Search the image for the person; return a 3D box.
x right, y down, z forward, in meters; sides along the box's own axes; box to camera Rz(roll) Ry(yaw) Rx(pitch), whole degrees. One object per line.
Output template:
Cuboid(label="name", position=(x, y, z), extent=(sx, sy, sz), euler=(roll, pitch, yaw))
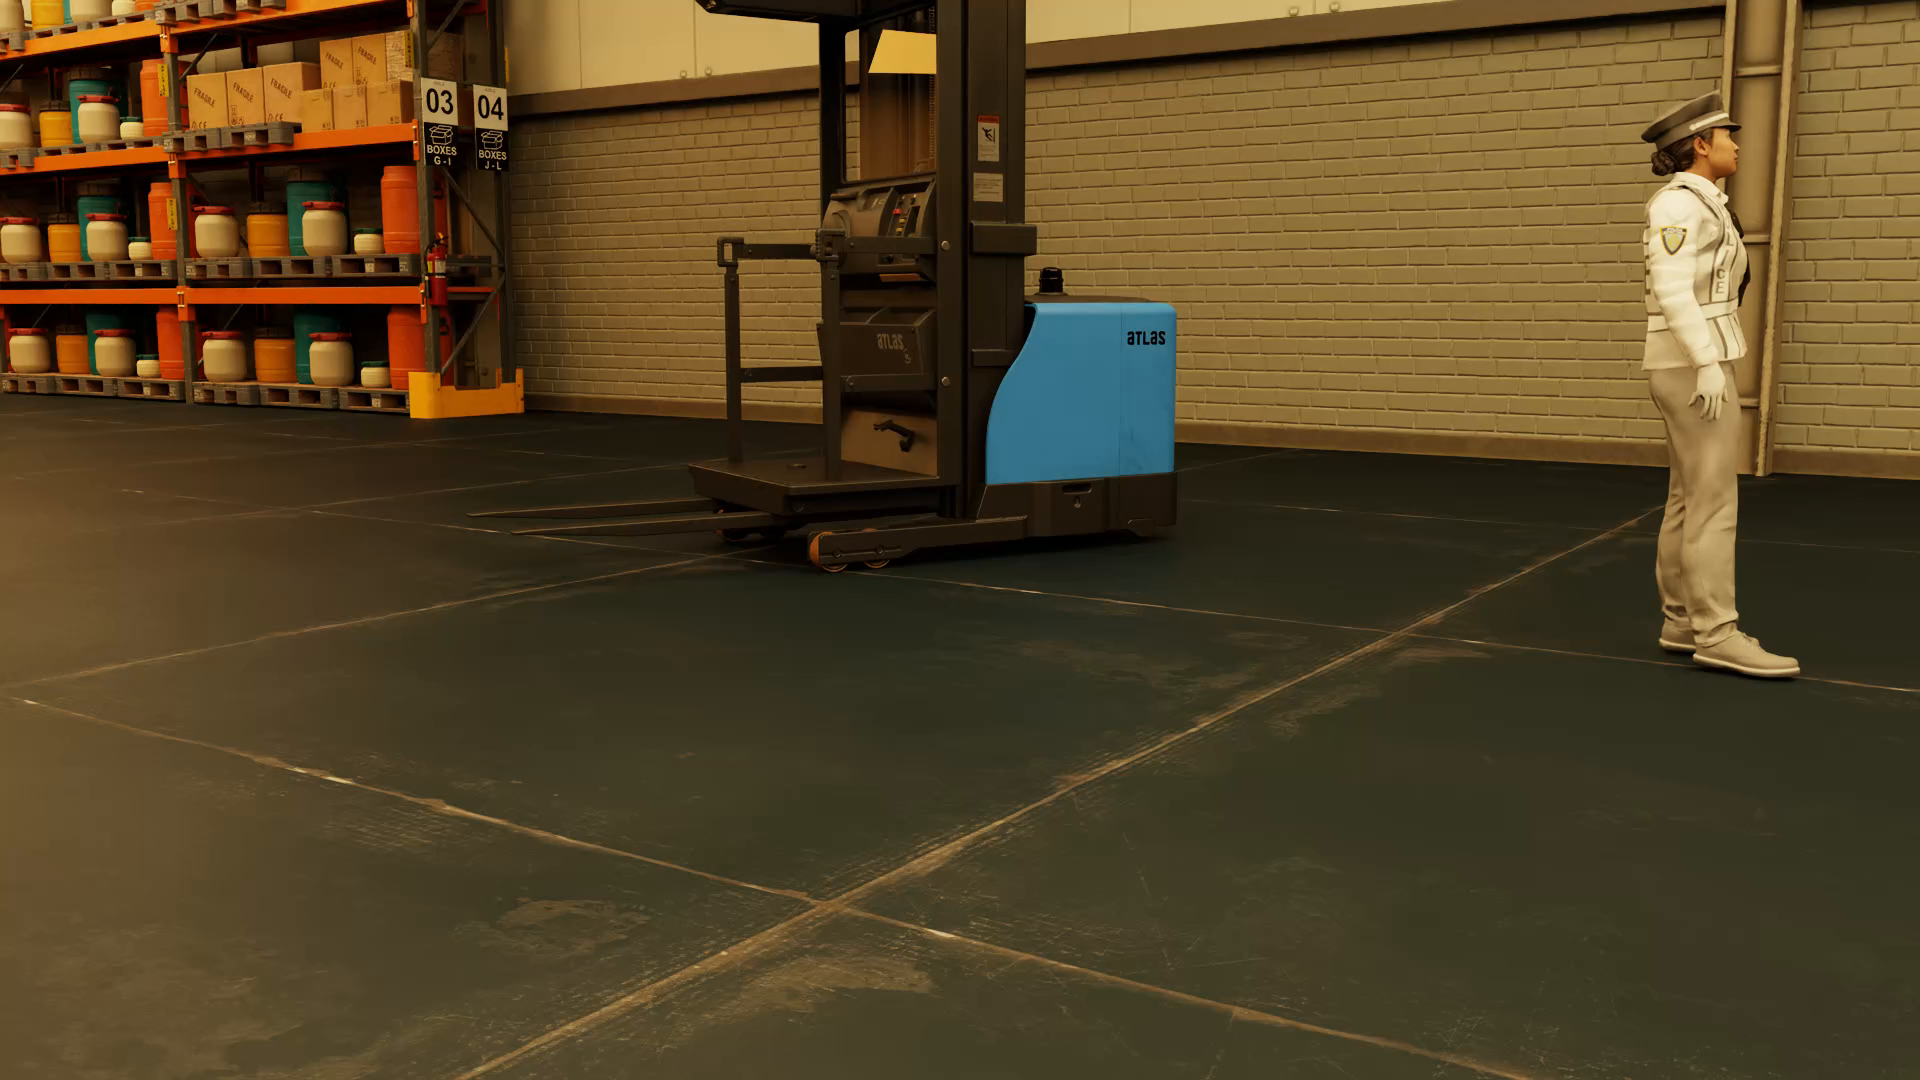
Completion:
Cuboid(label="person", position=(2.294, -0.460, 4.963), extent=(0.489, 1.640, 0.568), euler=(4, 9, 27))

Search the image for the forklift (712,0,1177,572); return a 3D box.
Cuboid(label="forklift", position=(-0.068, -1.414, 7.362), extent=(1.939, 2.867, 1.129), euler=(-5, 9, -31))
